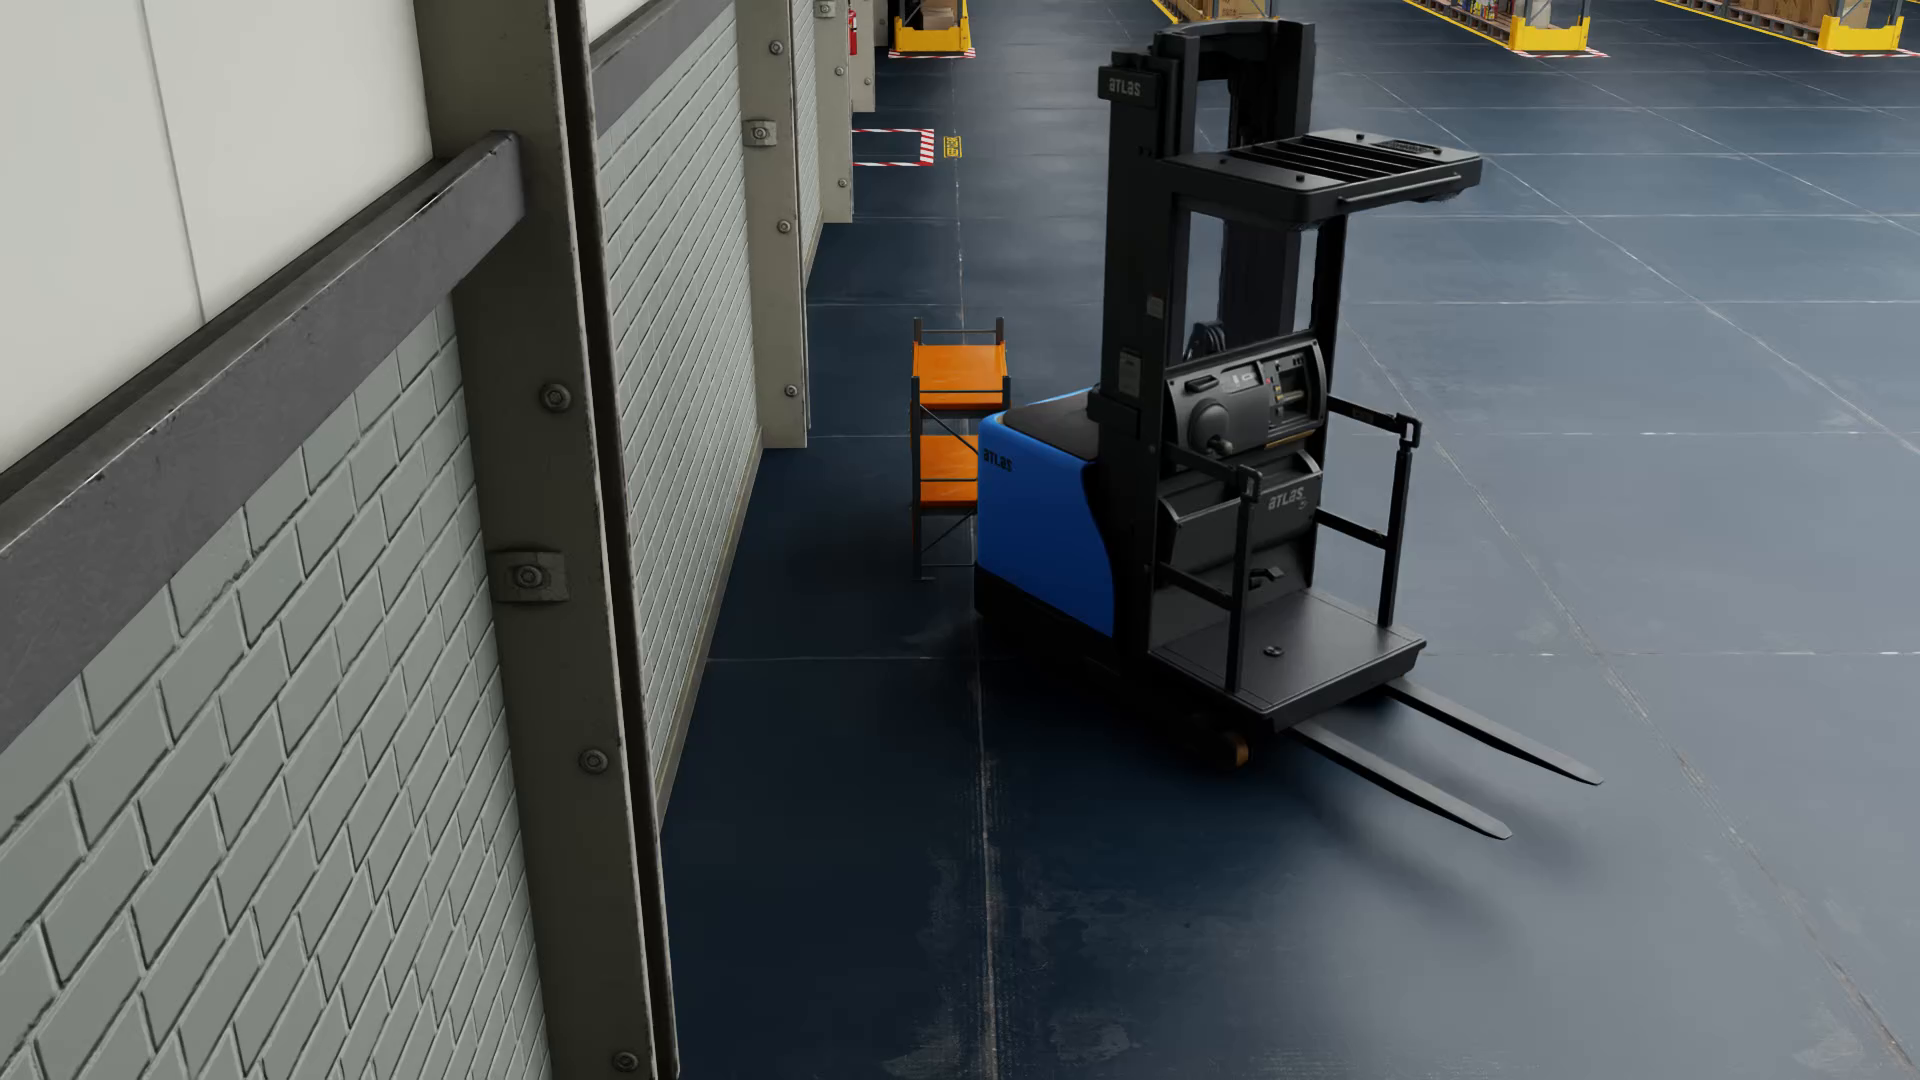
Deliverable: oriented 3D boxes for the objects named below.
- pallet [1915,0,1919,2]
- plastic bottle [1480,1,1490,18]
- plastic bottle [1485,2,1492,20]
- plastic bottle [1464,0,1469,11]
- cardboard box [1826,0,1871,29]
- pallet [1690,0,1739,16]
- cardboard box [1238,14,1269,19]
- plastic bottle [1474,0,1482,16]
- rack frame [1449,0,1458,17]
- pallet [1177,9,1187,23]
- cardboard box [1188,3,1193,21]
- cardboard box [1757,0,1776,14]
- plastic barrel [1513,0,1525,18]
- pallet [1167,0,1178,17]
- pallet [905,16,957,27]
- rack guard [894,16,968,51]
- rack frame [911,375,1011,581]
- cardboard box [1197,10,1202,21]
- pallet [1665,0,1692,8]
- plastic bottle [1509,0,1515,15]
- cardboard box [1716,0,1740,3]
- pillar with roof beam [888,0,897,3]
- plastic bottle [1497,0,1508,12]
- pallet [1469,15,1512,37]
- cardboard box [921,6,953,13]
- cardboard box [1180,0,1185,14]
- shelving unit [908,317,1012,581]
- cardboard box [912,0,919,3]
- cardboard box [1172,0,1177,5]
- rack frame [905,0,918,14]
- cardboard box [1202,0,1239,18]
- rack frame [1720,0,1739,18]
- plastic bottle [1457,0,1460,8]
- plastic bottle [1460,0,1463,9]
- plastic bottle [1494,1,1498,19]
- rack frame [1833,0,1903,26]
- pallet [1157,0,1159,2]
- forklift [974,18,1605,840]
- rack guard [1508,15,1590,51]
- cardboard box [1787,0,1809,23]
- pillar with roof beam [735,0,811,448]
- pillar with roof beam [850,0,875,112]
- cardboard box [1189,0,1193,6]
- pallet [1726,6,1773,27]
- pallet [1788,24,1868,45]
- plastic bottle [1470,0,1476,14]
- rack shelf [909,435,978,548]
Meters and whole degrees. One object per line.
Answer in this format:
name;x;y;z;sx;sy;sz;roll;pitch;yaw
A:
pallet;19.220;-10.411;32.014;1.003;0.211;1.213;0;24;-1
plastic bottle;9.015;-9.085;28.468;0.152;0.276;0.135;-1;24;-2
plastic bottle;8.972;-8.975;28.216;0.061;0.283;0.133;0;24;1
plastic bottle;9.001;-9.516;29.332;0.144;0.351;0.185;0;24;1
cardboard box;14.413;-8.541;27.019;0.500;0.500;0.500;4;25;9
pallet;14.349;-9.930;30.949;1.003;0.211;1.213;0;24;-1
cardboard box;4.714;-8.349;26.897;0.500;0.250;0.500;0;24;-1
plastic bottle;9.007;-9.264;28.773;0.144;0.351;0.185;0;24;-1
rack frame;9.407;-10.857;29.616;1.000;3.000;0.127;0;24;-1
pallet;4.420;-9.238;29.420;1.003;0.211;1.213;0;24;-1
cardboard box;4.168;-8.965;28.258;0.500;0.250;0.500;0;24;-1
cardboard box;14.338;-9.531;29.207;0.500;0.500;0.500;8;25;16
plastic barrel;9.361;-8.744;27.454;0.421;0.512;0.421;0;24;0
pallet;4.407;-9.870;30.816;1.003;0.211;1.213;0;24;-1
pallet;-0.441;-8.762;28.367;1.003;0.211;1.213;0;24;-1
rack guard;-0.457;-8.057;26.458;1.175;0.500;0.348;0;24;-1
rack frame;0.005;-0.306;8.561;0.500;1.125;0.032;0;24;-1
cardboard box;4.178;-8.553;27.347;0.500;0.250;0.500;0;24;-1
pallet;14.333;-10.434;32.064;1.003;0.211;1.213;0;24;-1
plastic bottle;9.599;-9.276;28.883;0.061;0.283;0.133;0;24;-1
cardboard box;14.374;-10.194;30.650;0.700;0.500;0.500;-2;24;-5
pillar with roof beam;2.911;-14.674;30.776;9.100;9.000;0.400;0;24;-1
plastic bottle;9.556;-9.463;29.304;0.152;0.276;0.135;0;24;-1
pallet;9.389;-8.806;28.464;1.003;0.211;1.213;0;24;-1
cardboard box;-0.380;-8.660;27.488;0.500;0.311;0.500;2;24;4
cardboard box;4.156;-9.377;29.169;0.500;0.250;0.500;0;24;-1
shelving unit;0.000;-0.515;9.024;0.538;1.125;1.048;0;24;-1
cardboard box;-0.524;-10.178;30.613;0.700;0.500;0.500;1;24;1
cardboard box;4.159;-9.945;30.425;0.500;0.250;0.500;0;24;-1
rack frame;-0.500;-10.813;29.518;1.000;3.000;0.127;0;24;-1
cardboard box;4.194;-8.688;26.737;0.500;0.500;0.500;0;24;-1
rack frame;14.359;-10.880;29.666;1.000;3.000;0.127;0;24;-1
plastic bottle;8.972;-9.681;29.793;0.097;0.271;0.097;0;24;0
plastic bottle;8.974;-9.566;29.622;0.097;0.201;0.097;0;24;0
plastic bottle;9.123;-9.031;28.341;0.061;0.283;0.133;0;24;-1
rack frame;14.403;-9.231;26.021;1.000;3.000;0.127;0;24;-1
pallet;4.380;-10.875;33.039;1.003;0.211;1.213;0;24;-1
forklift;1.370;-0.587;6.991;1.130;2.935;3.031;-18;30;-34
rack guard;9.402;-8.101;26.556;1.175;0.500;0.348;0;24;-1
cardboard box;14.384;-9.045;28.134;0.500;0.500;0.500;2;24;4
pillar with roof beam;3.172;-4.785;8.910;9.100;9.000;0.400;0;24;-1
pillar with roof beam;3.041;-9.730;19.843;9.100;9.000;0.400;0;24;-1
cardboard box;4.164;-9.306;28.104;0.500;0.500;0.500;0;24;-1
pallet;14.402;-9.333;29.629;1.003;0.211;1.213;0;24;-1
pallet;14.429;-8.327;27.406;1.003;0.211;1.213;0;24;-1
plastic bottle;8.963;-9.340;29.023;0.061;0.283;0.133;1;24;2
rack shelf;0.000;-0.293;9.125;0.538;0.278;1.000;0;24;-1
